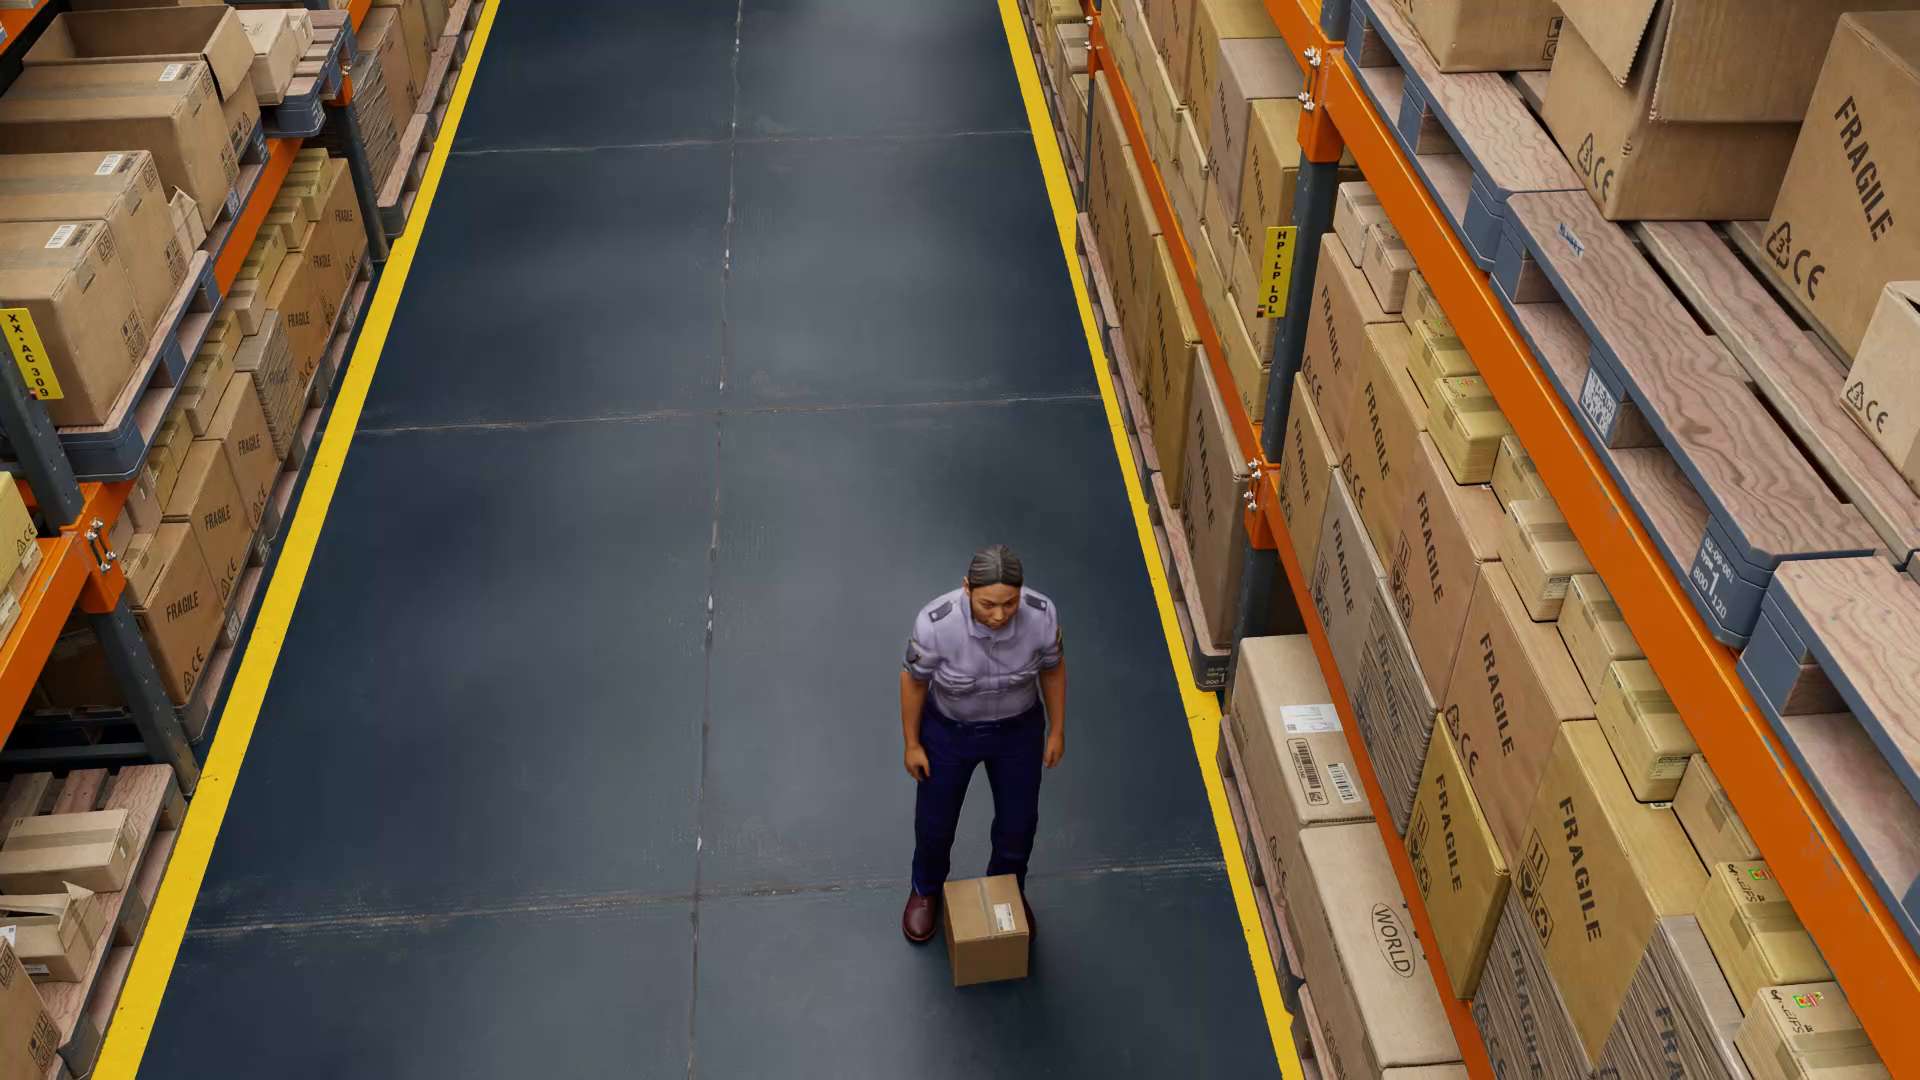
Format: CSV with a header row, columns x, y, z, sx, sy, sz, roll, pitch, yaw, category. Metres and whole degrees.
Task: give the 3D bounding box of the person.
x,y,z,sx,sy,sz,roll,pitch,yaw,category
0.068,0.654,5.373,0.559,1.640,0.417,-5,40,-6,person
